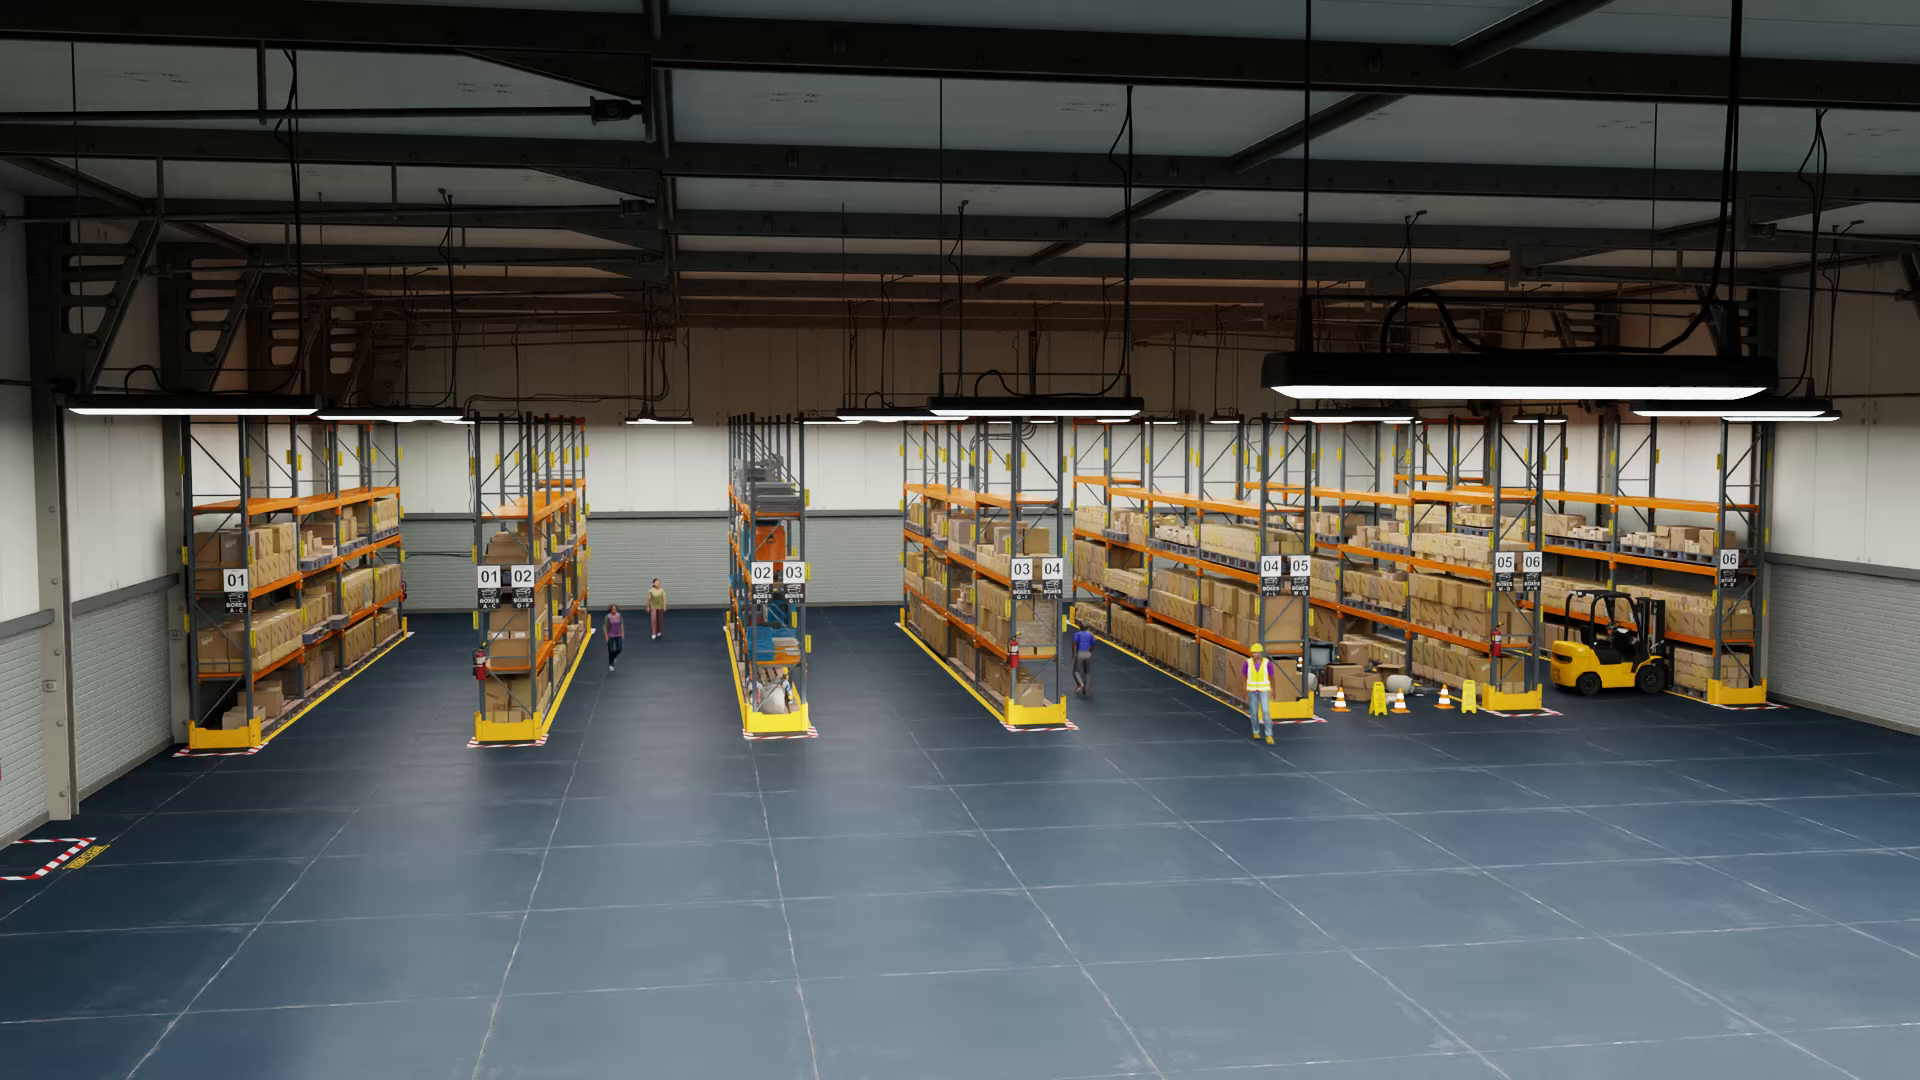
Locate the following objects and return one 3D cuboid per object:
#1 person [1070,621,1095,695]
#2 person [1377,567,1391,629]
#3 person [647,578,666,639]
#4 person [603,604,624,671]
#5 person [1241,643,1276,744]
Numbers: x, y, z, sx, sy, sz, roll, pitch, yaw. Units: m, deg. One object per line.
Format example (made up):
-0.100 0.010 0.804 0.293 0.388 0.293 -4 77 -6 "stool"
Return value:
2.634 2.527 35.711 0.551 1.552 0.731 0 4 -6 "person"
11.979 1.642 47.018 0.458 1.763 0.558 4 5 44 "person"
-8.190 1.839 44.914 0.512 1.596 1.068 -1 4 -14 "person"
-8.172 2.282 39.200 0.506 1.582 0.500 -1 4 -21 "person"
5.441 2.779 30.307 0.655 1.762 0.668 1 4 17 "person"
